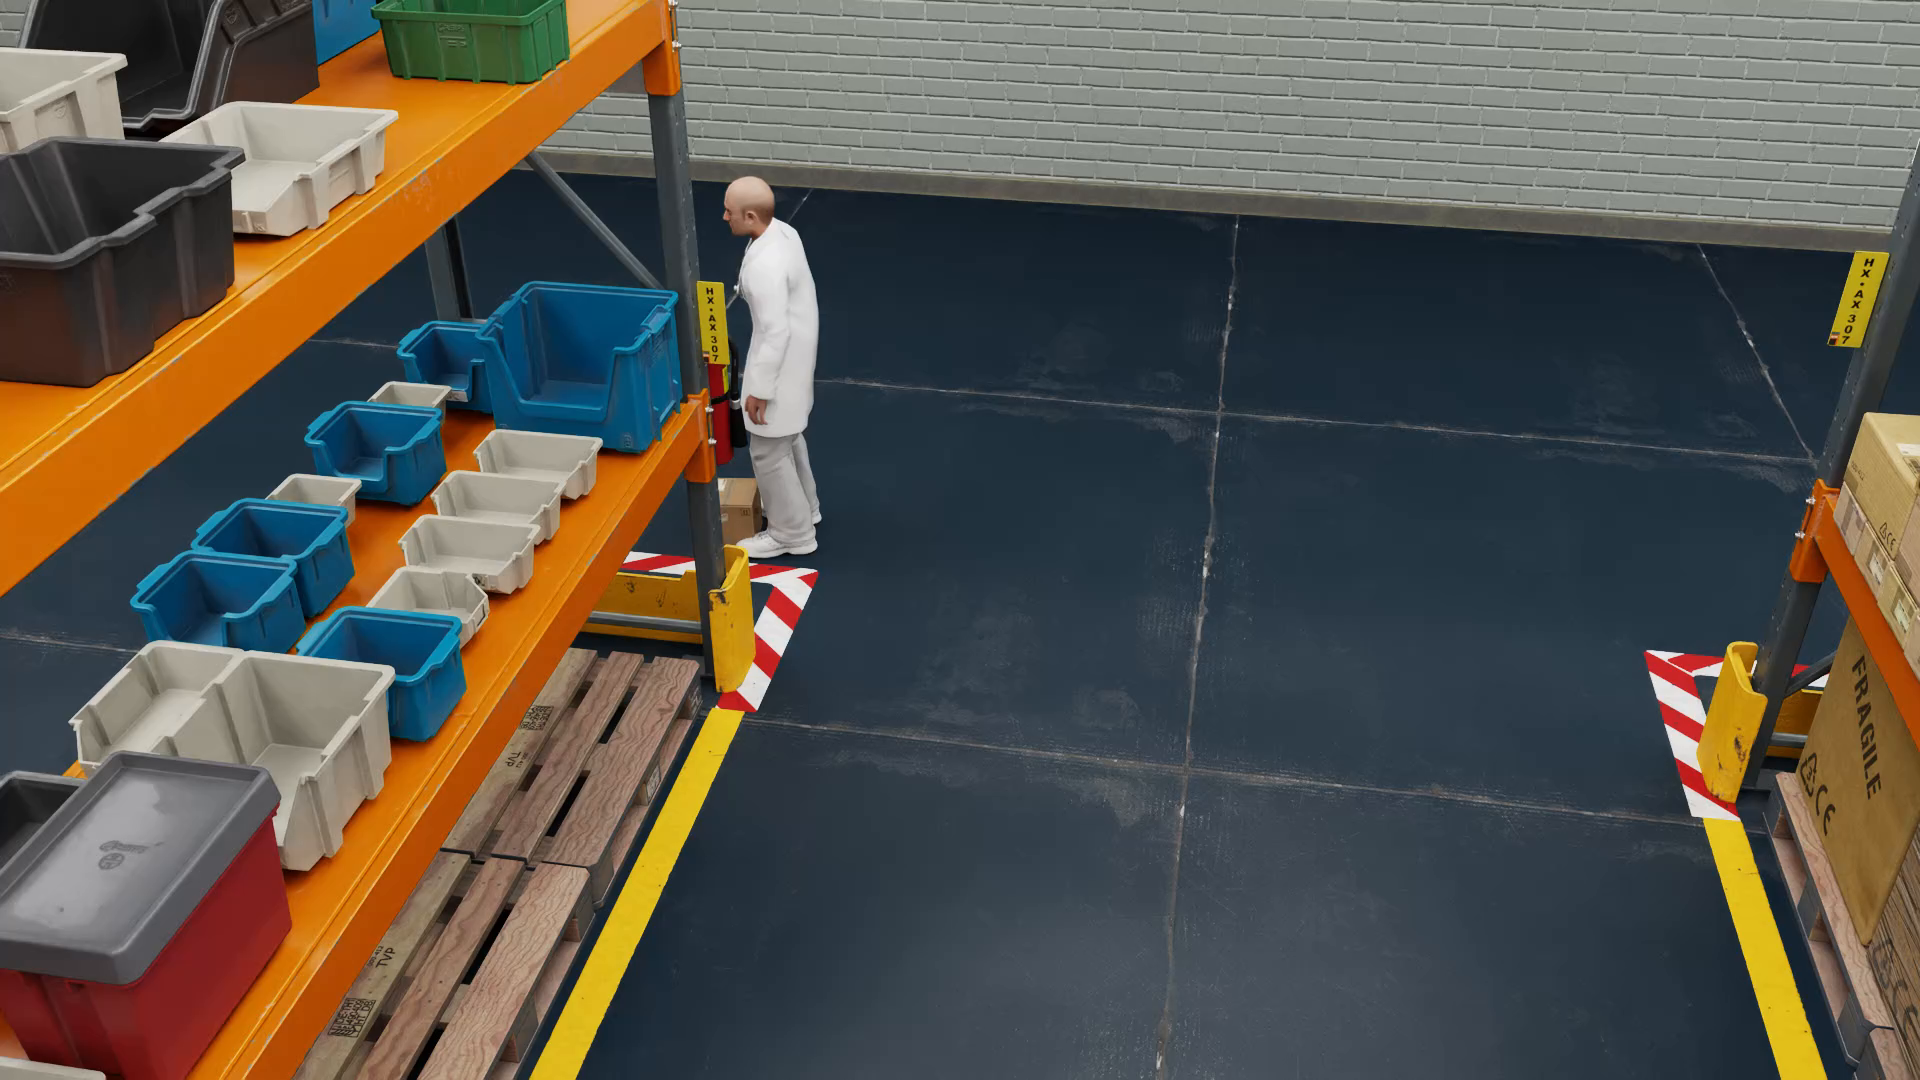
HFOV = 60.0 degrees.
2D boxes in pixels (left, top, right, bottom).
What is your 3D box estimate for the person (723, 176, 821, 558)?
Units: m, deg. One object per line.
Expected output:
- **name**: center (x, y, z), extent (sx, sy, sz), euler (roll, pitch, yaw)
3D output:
- **person**: center (-0.825, -0.756, 7.362), extent (0.417, 1.775, 0.656), euler (1, 32, 1)
